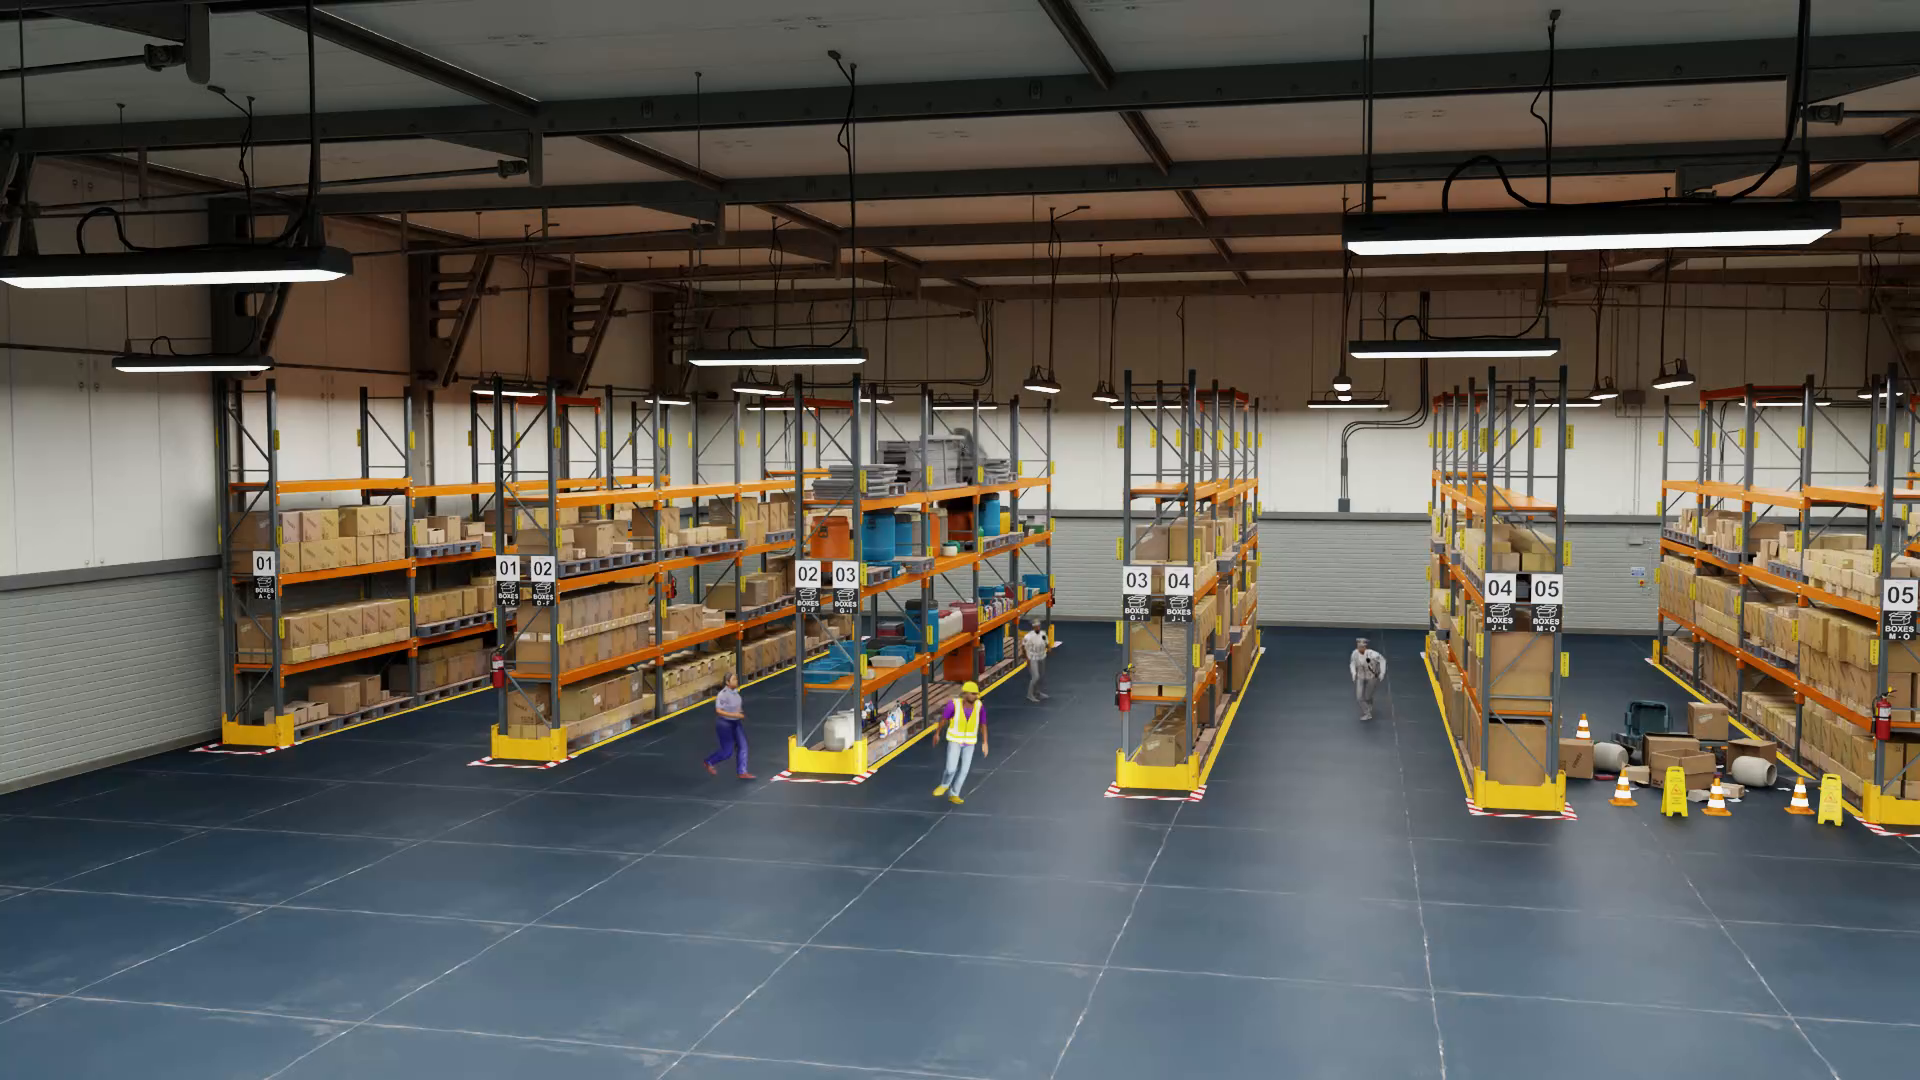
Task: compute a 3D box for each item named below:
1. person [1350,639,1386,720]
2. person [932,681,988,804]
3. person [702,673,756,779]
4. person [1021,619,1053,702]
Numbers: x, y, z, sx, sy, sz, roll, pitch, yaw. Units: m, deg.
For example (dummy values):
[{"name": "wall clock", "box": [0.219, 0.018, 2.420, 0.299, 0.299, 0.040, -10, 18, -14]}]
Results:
[{"name": "person", "box": [7.278, 2.481, 29.640, 0.634, 1.497, 0.809, 2, 4, 29]}, {"name": "person", "box": [0.012, 2.775, 22.843, 0.719, 1.718, 0.628, -1, 4, -17]}, {"name": "person", "box": [-3.442, 2.749, 24.467, 0.843, 1.576, 0.647, 1, 4, 20]}, {"name": "person", "box": [1.512, 2.303, 31.989, 0.638, 1.624, 0.771, -2, 4, -33]}]
